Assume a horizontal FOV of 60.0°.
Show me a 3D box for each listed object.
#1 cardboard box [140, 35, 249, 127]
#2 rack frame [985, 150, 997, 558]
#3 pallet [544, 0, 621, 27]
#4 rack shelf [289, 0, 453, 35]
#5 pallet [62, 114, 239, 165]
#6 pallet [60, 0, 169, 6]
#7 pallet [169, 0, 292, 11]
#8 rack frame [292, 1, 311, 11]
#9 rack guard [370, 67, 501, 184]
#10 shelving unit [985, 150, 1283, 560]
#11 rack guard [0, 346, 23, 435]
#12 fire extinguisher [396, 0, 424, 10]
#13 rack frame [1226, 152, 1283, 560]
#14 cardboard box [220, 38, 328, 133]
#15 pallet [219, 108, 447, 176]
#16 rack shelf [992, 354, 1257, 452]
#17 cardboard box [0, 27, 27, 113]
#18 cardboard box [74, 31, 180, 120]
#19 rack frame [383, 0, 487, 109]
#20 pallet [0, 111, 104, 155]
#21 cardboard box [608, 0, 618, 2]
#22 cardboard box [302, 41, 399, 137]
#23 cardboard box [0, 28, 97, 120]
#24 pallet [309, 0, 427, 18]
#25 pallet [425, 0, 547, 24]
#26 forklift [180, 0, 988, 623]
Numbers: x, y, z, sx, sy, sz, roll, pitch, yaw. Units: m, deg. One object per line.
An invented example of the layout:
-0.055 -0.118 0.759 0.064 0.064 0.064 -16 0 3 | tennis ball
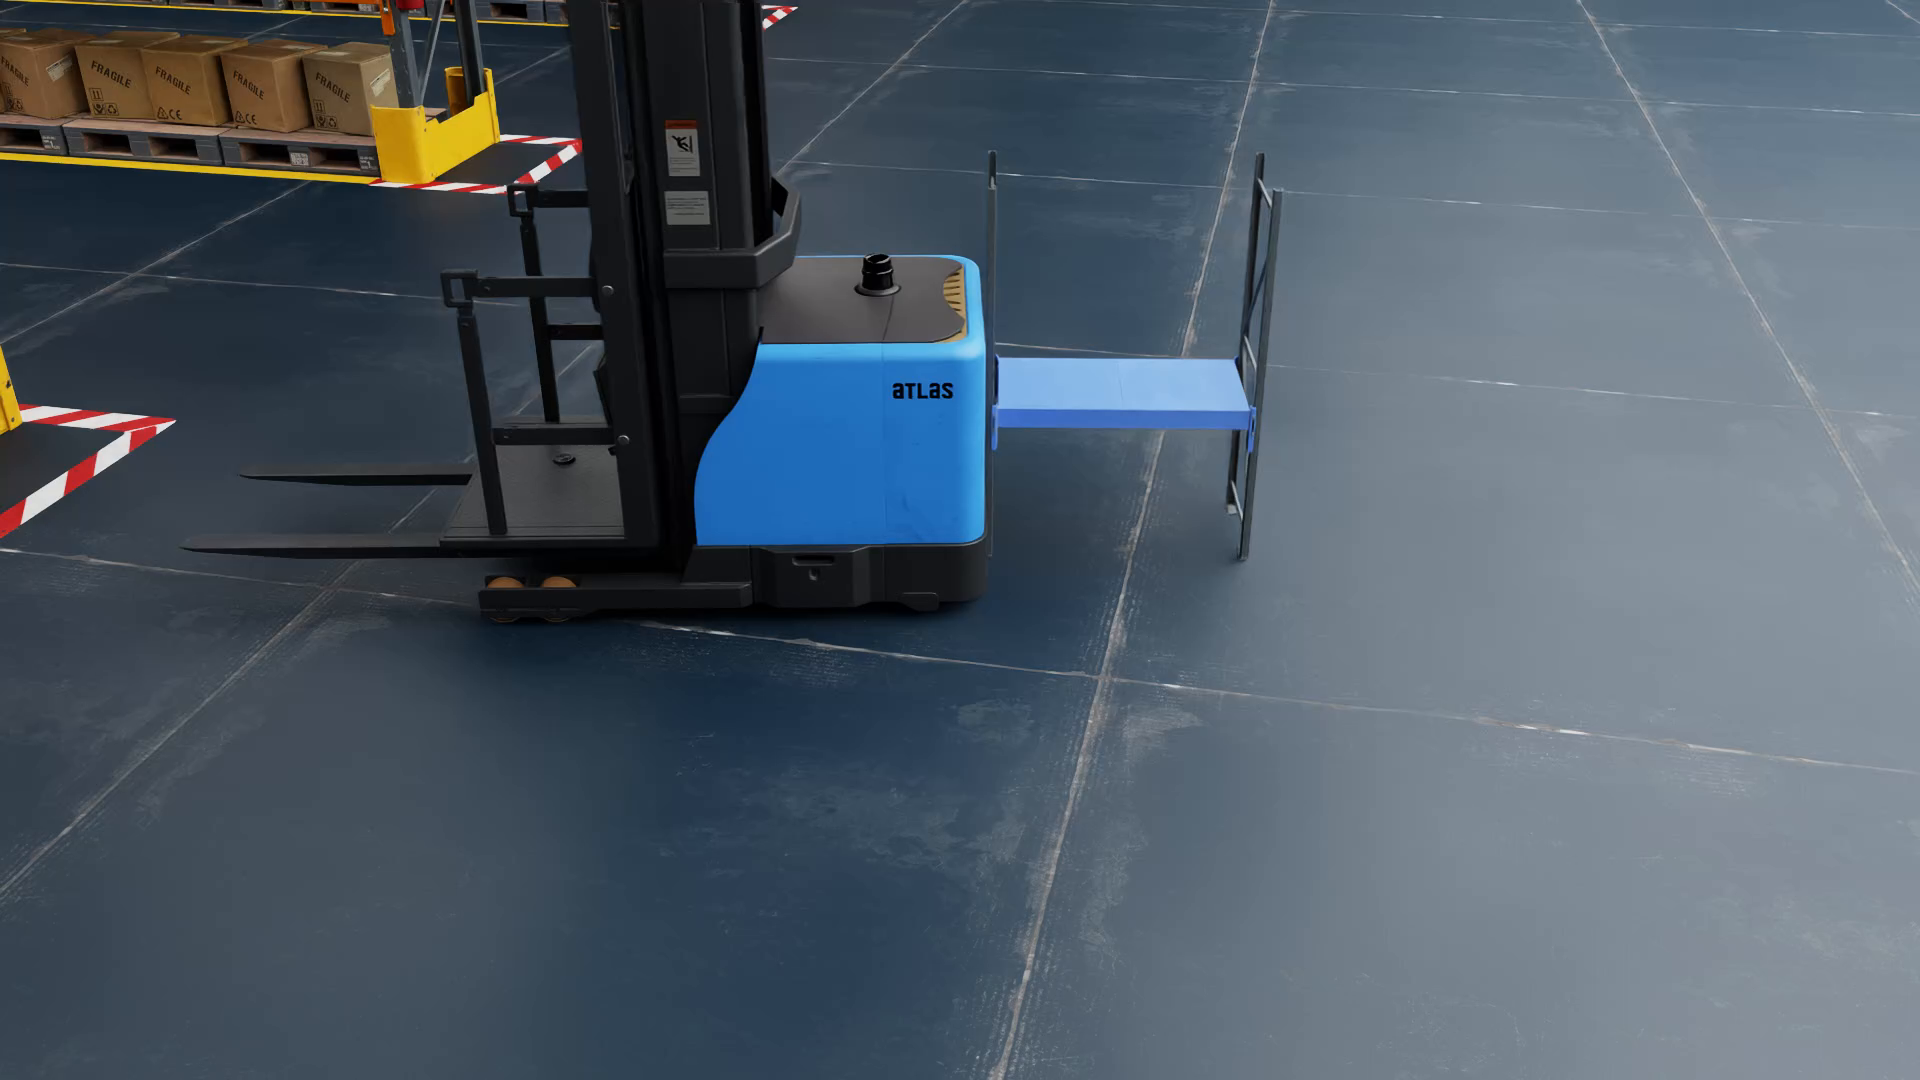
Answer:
-5.335 -3.237 11.705 0.500 0.500 0.500 9 30 15 | cardboard box
0.118 -0.708 6.481 0.032 1.500 0.500 1 29 1 | rack frame
-3.191 -5.103 15.851 1.213 0.211 1.003 6 29 11 | pallet
-5.484 -3.848 11.405 4.000 0.370 1.077 6 29 11 | rack shelf
-5.579 -2.969 11.954 1.213 0.211 1.003 6 29 11 | pallet
-8.272 -5.624 16.802 1.213 0.211 1.003 6 29 11 | pallet
-7.075 -5.502 16.581 1.213 0.211 1.003 6 29 11 | pallet
-6.305 -6.684 15.834 0.127 3.000 1.000 6 29 11 | rack frame
-3.602 -2.874 11.480 0.348 0.500 1.175 6 29 11 | rack guard
0.626 -0.702 6.471 1.048 1.500 0.538 1 29 1 | shelving unit
-4.646 -0.526 7.191 0.348 0.500 1.175 6 29 11 | rack guard
-3.512 -3.701 10.468 0.183 0.674 0.296 6 29 11 | fire extinguisher
1.135 -0.697 6.462 0.032 1.500 0.500 1 29 1 | rack frame
-4.727 -3.165 11.574 0.500 0.500 0.500 14 32 24 | cardboard box
-4.389 -2.846 11.728 1.213 0.211 1.003 6 29 11 | pallet
0.626 -0.545 6.558 1.000 0.185 0.538 1 29 1 | rack shelf
-7.057 -3.393 11.990 0.500 0.500 0.500 5 29 9 | cardboard box
-5.871 -3.314 11.845 0.500 0.500 0.500 3 29 6 | cardboard box
-3.528 -3.963 10.866 0.127 3.000 1.000 6 29 11 | rack frame
-6.775 -3.090 12.175 1.213 0.211 1.003 6 29 11 | pallet
-3.070 -5.572 15.579 0.875 0.875 0.875 6 29 11 | cardboard box
-4.135 -3.121 11.494 0.500 0.500 0.500 11 31 20 | cardboard box
-6.495 -3.339 11.892 0.500 0.500 0.500 16 32 26 | cardboard box
-5.578 -5.347 16.298 1.213 0.211 1.003 6 29 11 | pallet
-4.381 -5.226 16.076 1.213 0.211 1.003 6 29 11 | pallet
-1.419 -1.234 5.952 3.031 2.935 1.130 0 29 -1 | forklift
